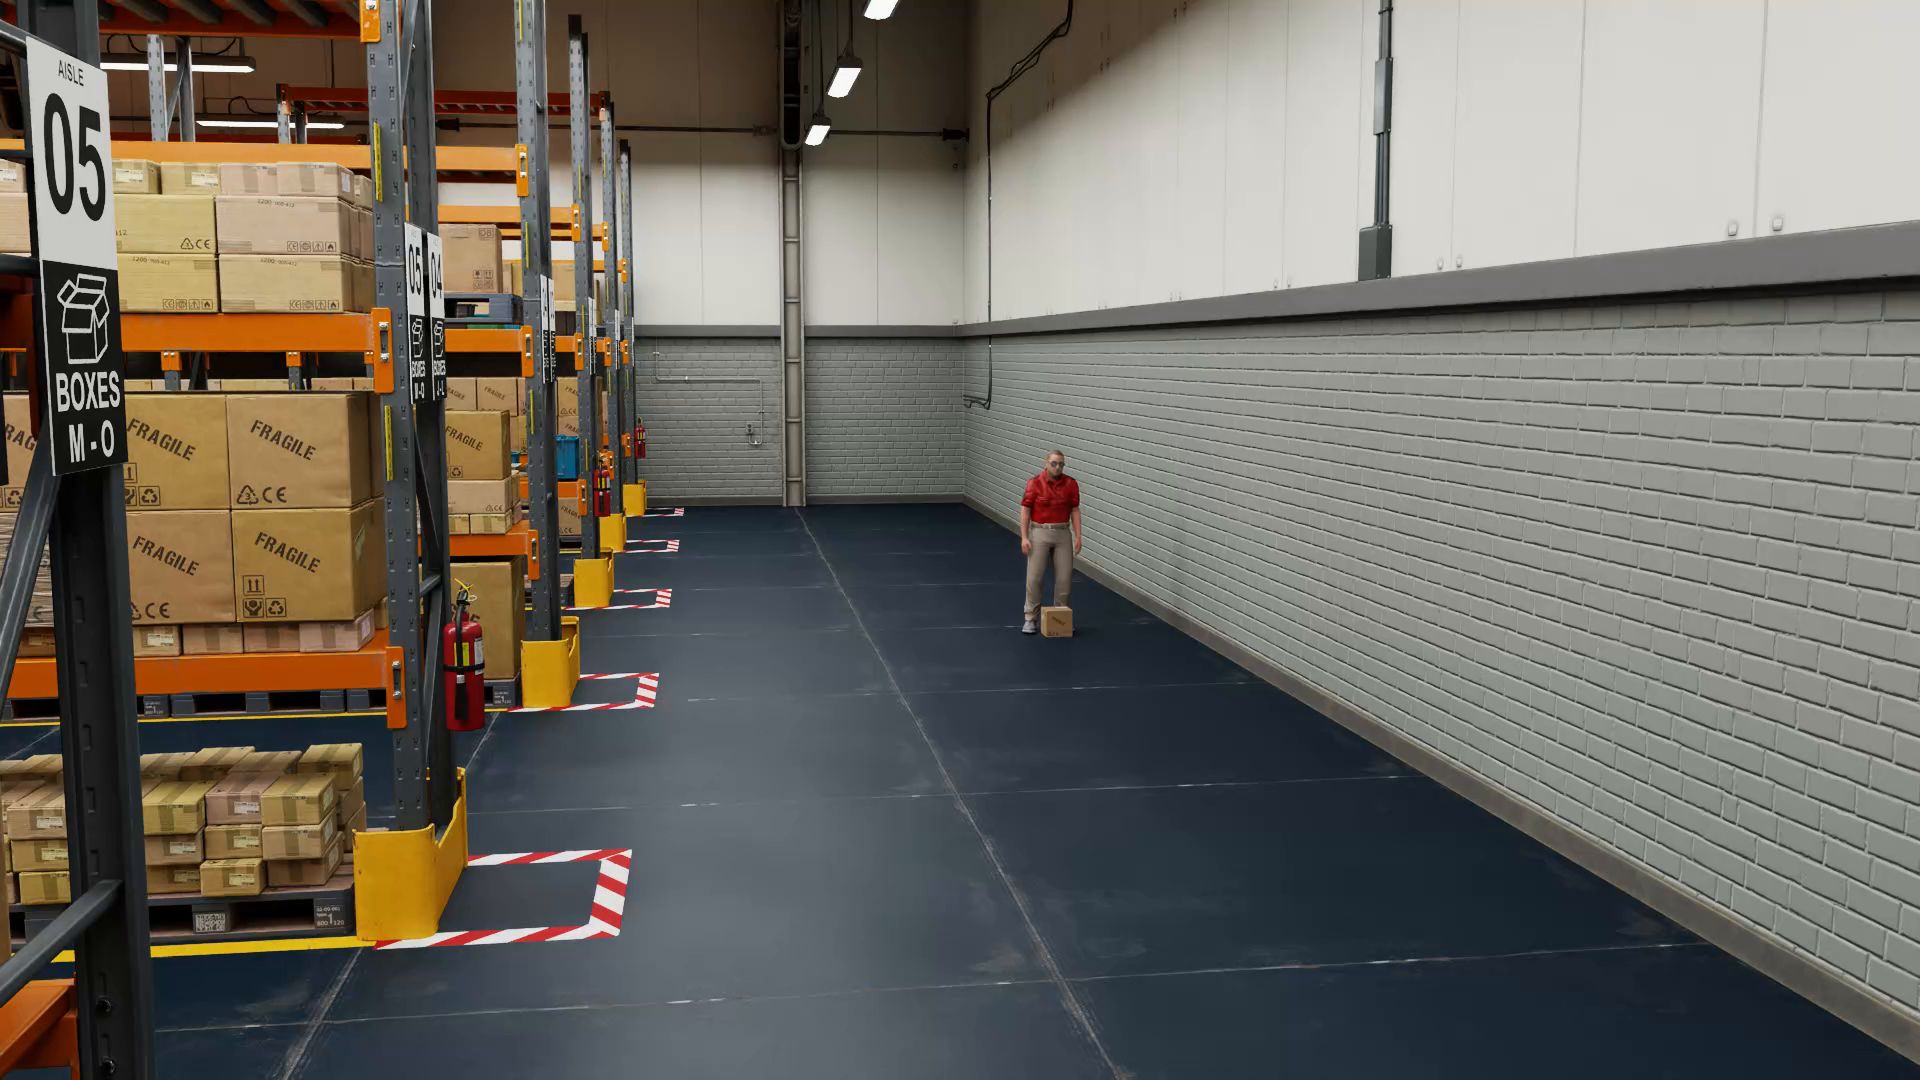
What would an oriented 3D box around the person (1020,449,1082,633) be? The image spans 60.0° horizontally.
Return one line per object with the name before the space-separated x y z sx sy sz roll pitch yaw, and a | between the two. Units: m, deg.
person | 0.864 0.003 15.749 0.594 1.726 0.386 -1 7 -10
